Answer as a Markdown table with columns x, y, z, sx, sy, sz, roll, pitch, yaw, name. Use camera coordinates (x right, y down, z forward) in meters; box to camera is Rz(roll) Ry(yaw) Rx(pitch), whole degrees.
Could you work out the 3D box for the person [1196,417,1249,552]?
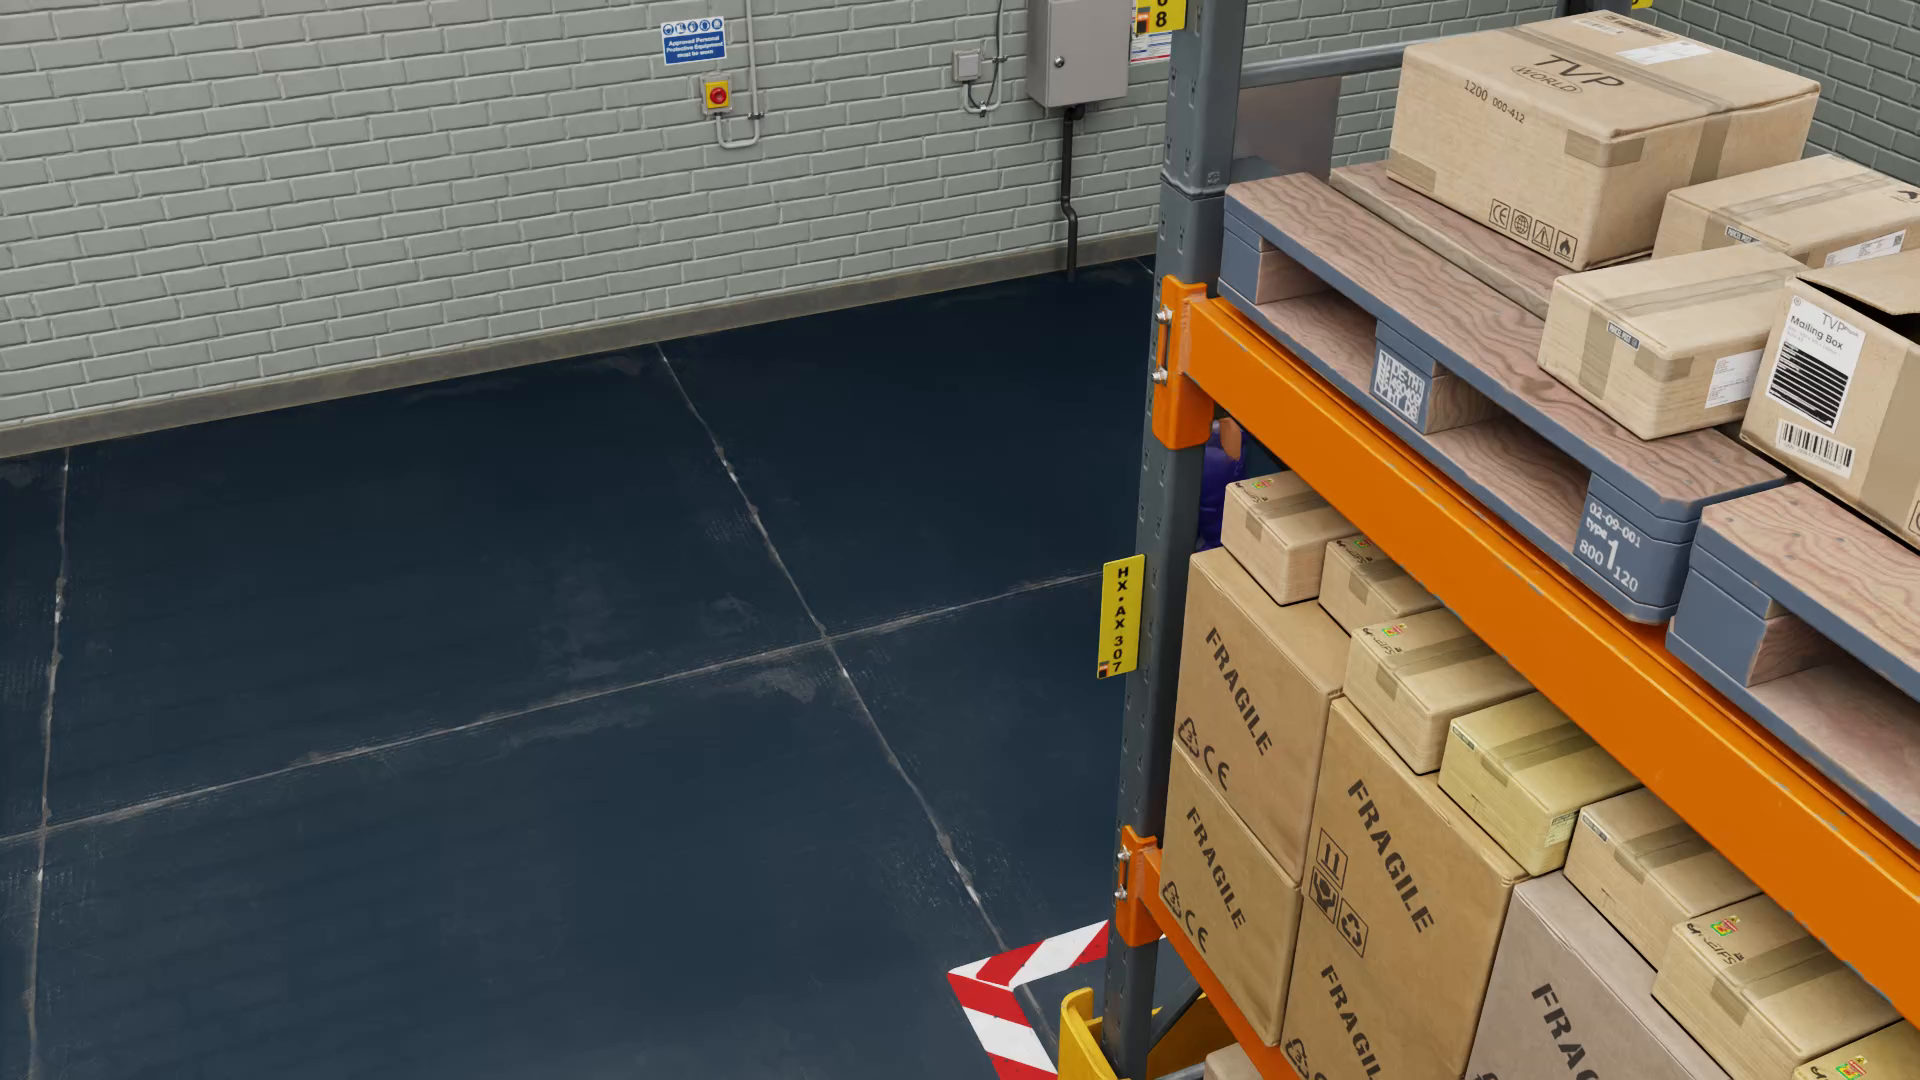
| x | y | z | sx | sy | sz | roll | pitch | yaw | name |
| --- | --- | --- | --- | --- | --- | --- | --- | --- | --- |
| 0.968 | -0.344 | 6.693 | 0.342 | 1.634 | 0.480 | -12 | 36 | -18 | person |
